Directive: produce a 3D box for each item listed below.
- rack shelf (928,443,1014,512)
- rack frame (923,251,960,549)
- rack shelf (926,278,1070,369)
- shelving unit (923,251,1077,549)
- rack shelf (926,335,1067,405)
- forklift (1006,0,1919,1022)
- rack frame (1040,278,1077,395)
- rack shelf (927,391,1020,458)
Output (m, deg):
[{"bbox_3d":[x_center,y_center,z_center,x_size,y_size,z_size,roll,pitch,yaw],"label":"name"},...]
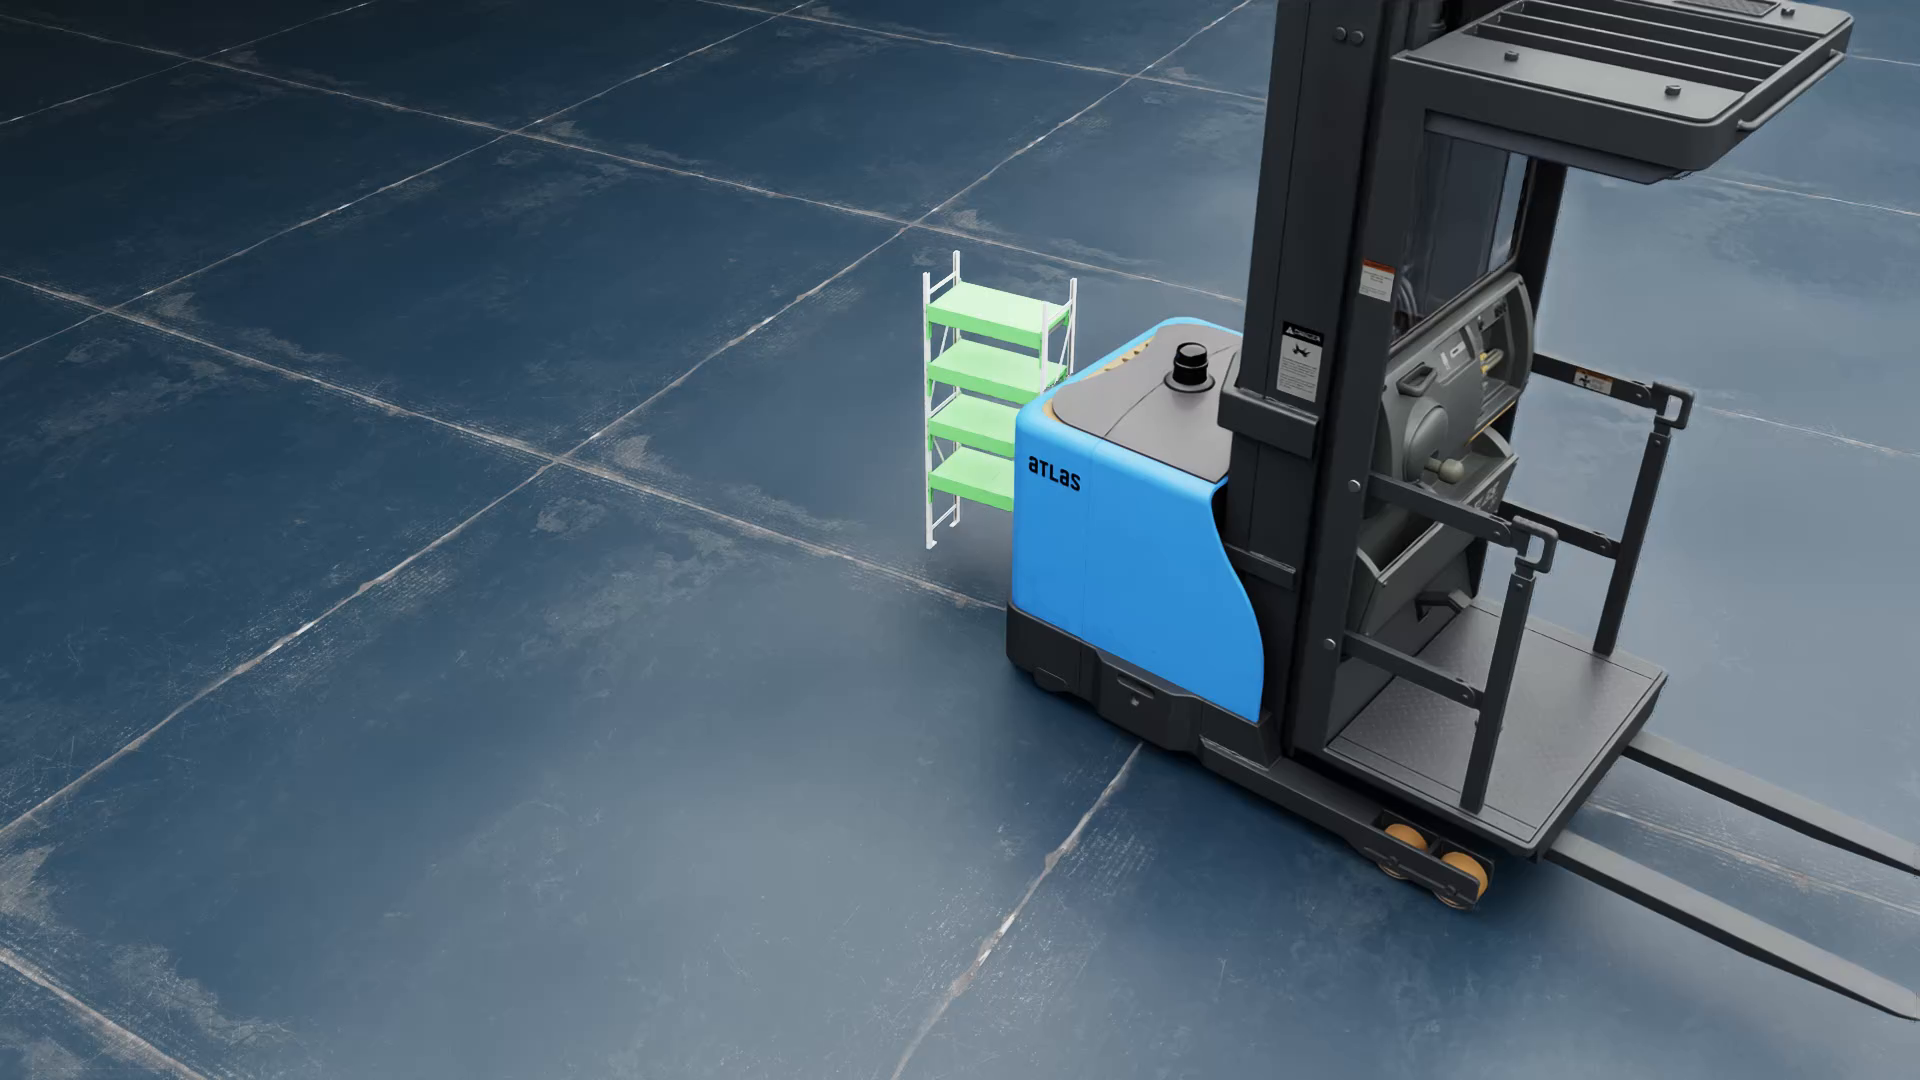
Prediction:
[{"bbox_3d":[0.144,-0.201,6.518,0.480,0.148,0.258,18,37,24],"label":"rack shelf"},{"bbox_3d":[-0.068,-0.521,6.450,0.015,1.200,0.240,18,37,24],"label":"rack frame"},{"bbox_3d":[0.144,-0.800,6.118,0.480,0.148,0.258,18,37,24],"label":"rack shelf"},{"bbox_3d":[0.144,-0.454,6.349,0.503,1.200,0.258,18,37,24],"label":"shelving unit"},{"bbox_3d":[0.144,-0.600,6.251,0.480,0.148,0.258,18,37,24],"label":"rack shelf"},{"bbox_3d":[1.621,-0.432,4.755,3.031,2.935,1.130,25,41,32],"label":"forklift"},{"bbox_3d":[0.356,-0.387,6.248,0.015,1.200,0.240,18,37,24],"label":"rack frame"},{"bbox_3d":[0.144,-0.401,6.384,0.480,0.148,0.258,18,37,24],"label":"rack shelf"}]
